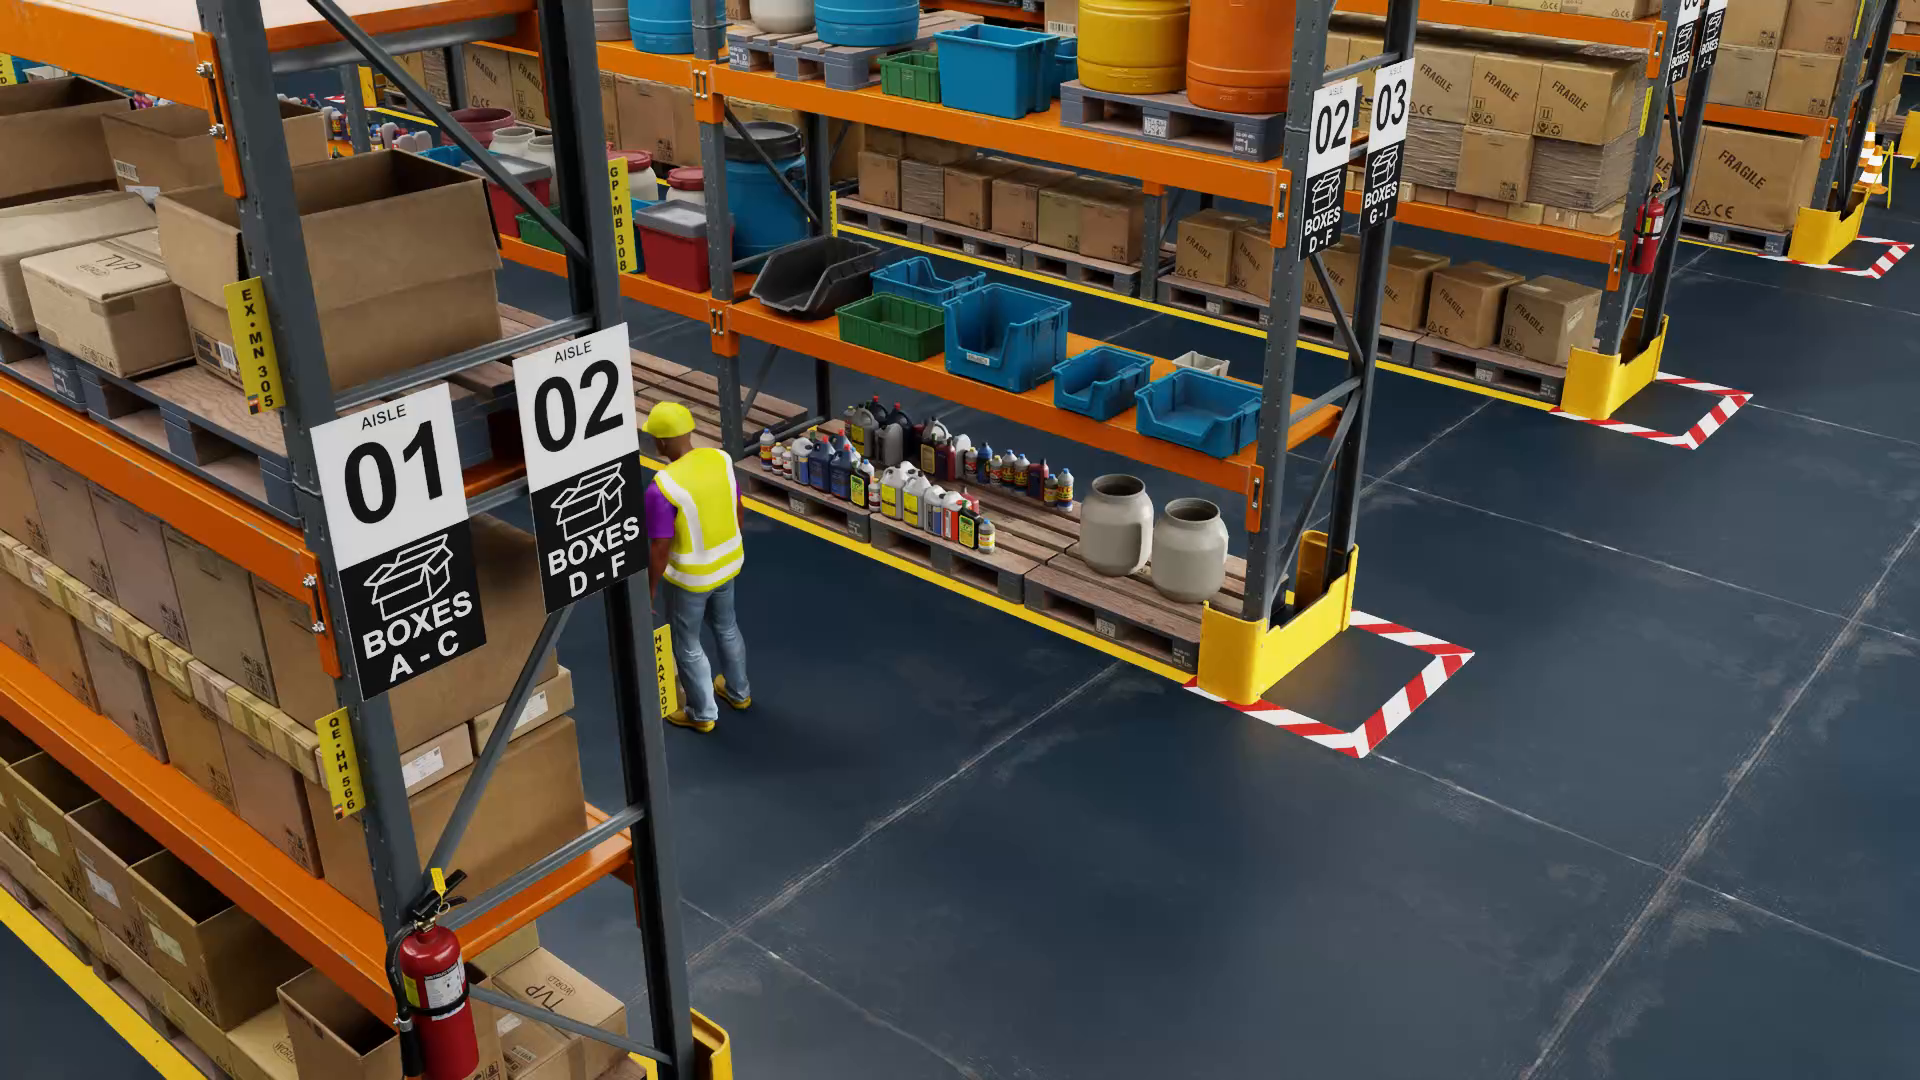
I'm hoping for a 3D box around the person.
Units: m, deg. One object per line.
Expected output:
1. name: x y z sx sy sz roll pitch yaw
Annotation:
1. person: -1.331 0.134 8.337 0.455 1.761 0.637 20 33 33
